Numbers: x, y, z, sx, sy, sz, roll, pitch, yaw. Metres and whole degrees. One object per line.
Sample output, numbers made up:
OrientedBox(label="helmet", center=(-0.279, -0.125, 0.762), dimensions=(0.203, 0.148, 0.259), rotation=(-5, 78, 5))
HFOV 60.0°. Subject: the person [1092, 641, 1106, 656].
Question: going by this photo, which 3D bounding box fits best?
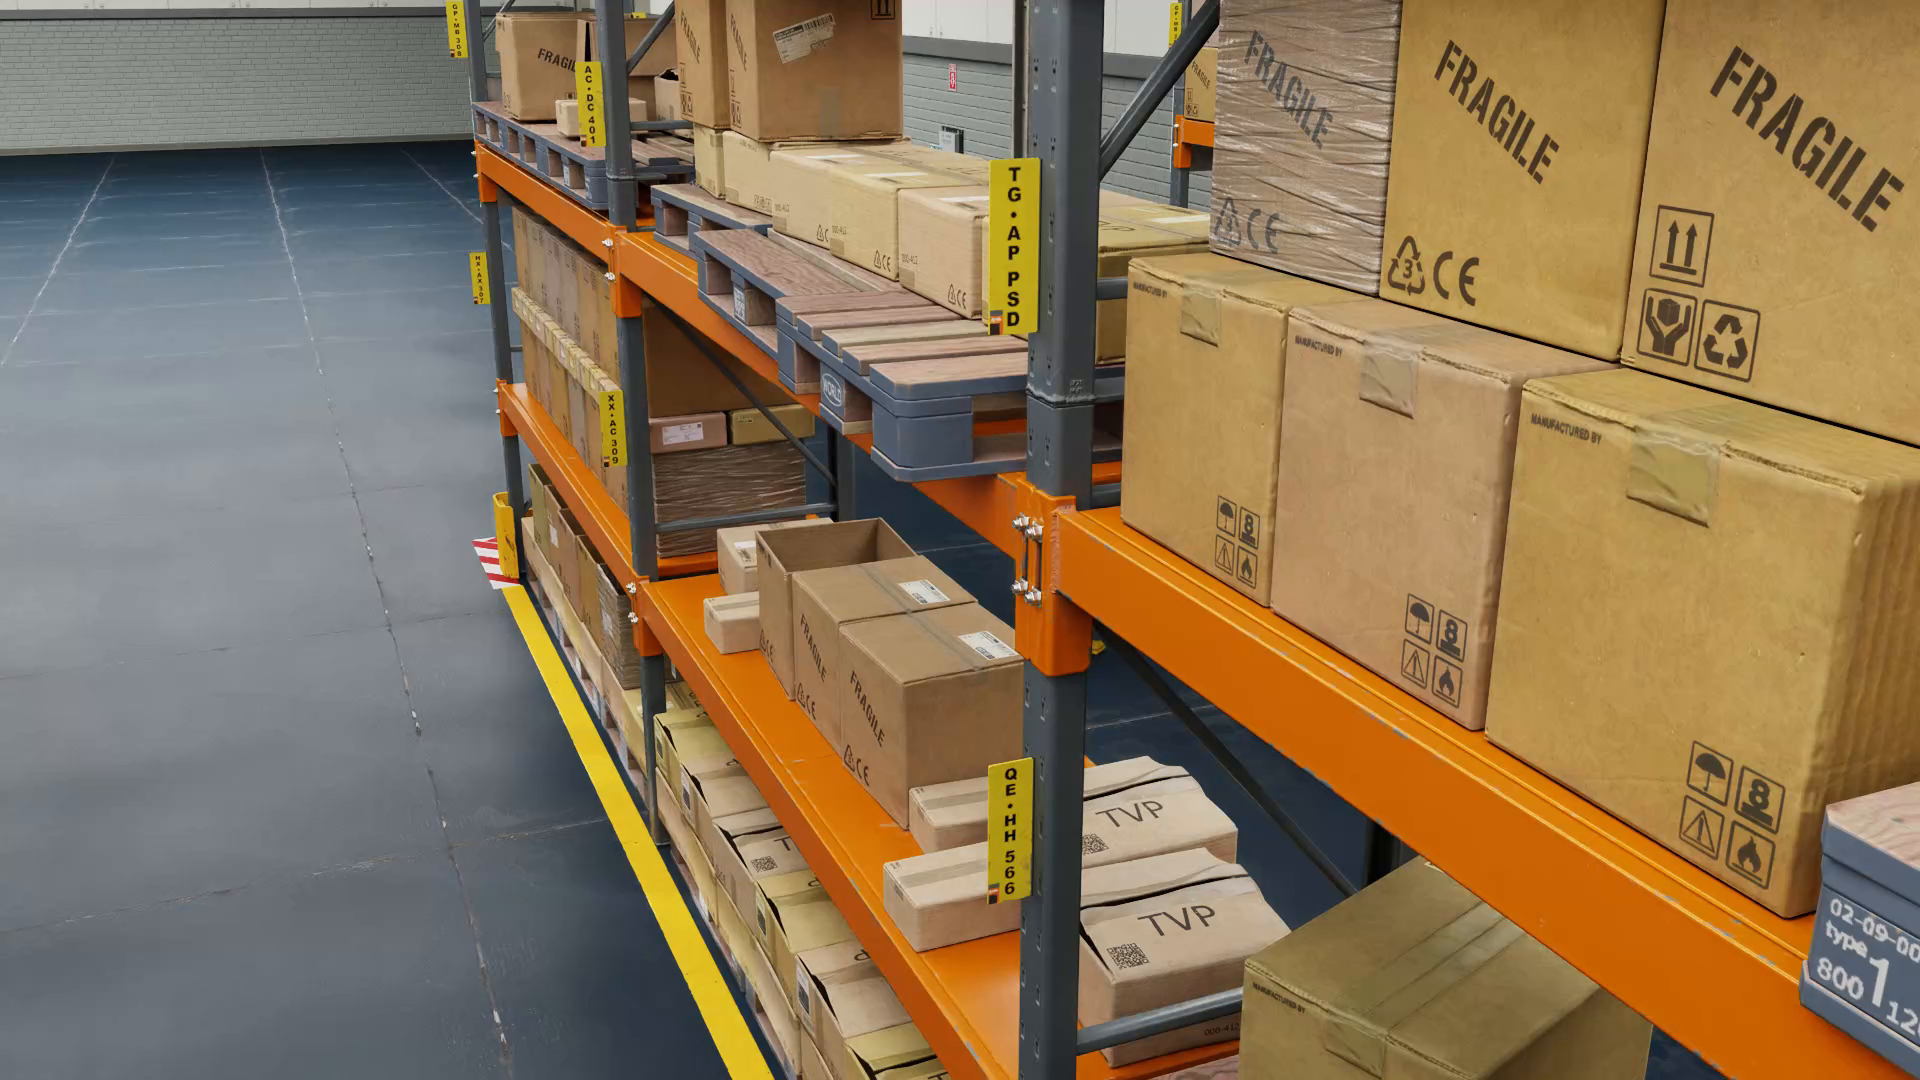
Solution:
OrientedBox(label="person", center=(0.661, -0.216, 9.659), dimensions=(0.532, 1.769, 0.553), rotation=(-8, 20, -22))
